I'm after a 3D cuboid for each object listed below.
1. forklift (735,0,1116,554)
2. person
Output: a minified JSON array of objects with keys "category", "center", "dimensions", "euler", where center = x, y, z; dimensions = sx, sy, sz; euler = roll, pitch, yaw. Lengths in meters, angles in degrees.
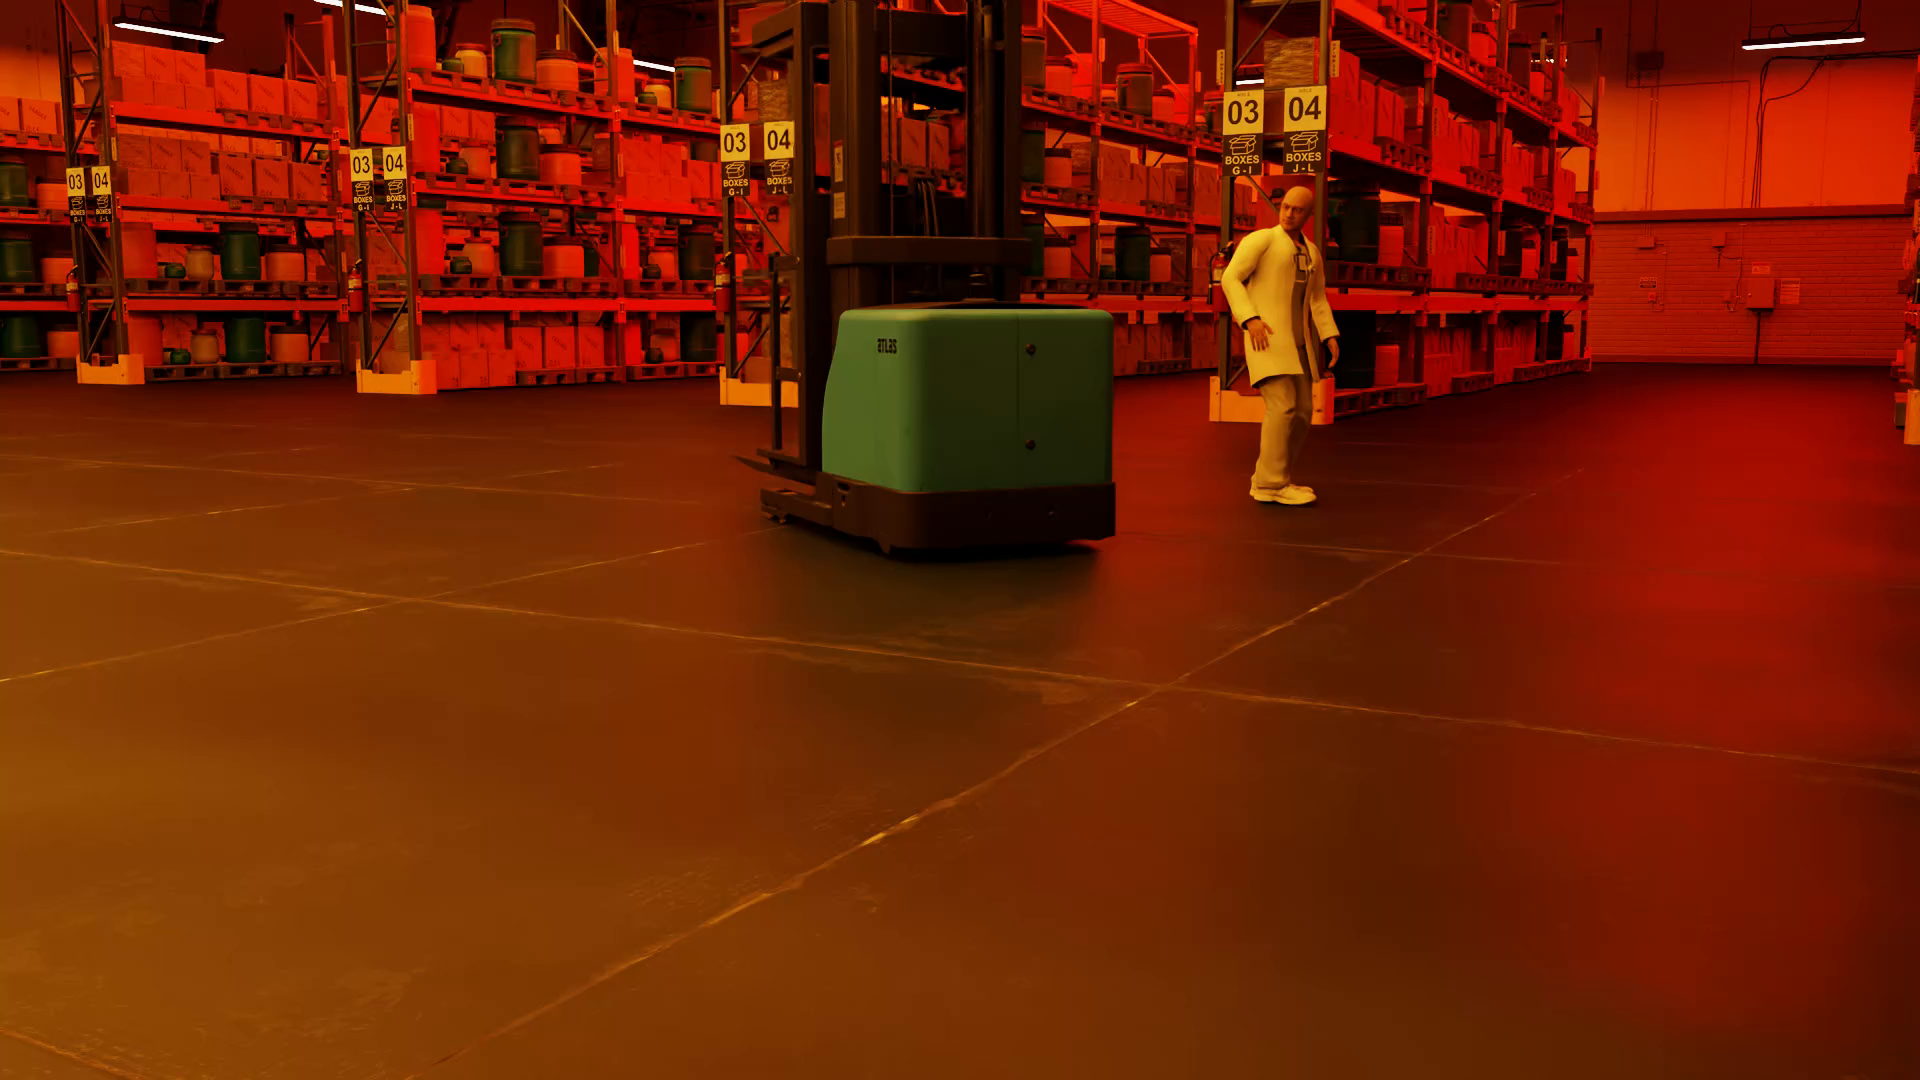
[{"category":"forklift","center":[-0.380,-1.555,8.358],"dimensions":[1.130,2.935,3.031],"euler":[-4,9,-24]},{"category":"person","center":[1.874,-1.088,9.320],"dimensions":[0.794,1.752,0.554],"euler":[-7,11,-43]}]
